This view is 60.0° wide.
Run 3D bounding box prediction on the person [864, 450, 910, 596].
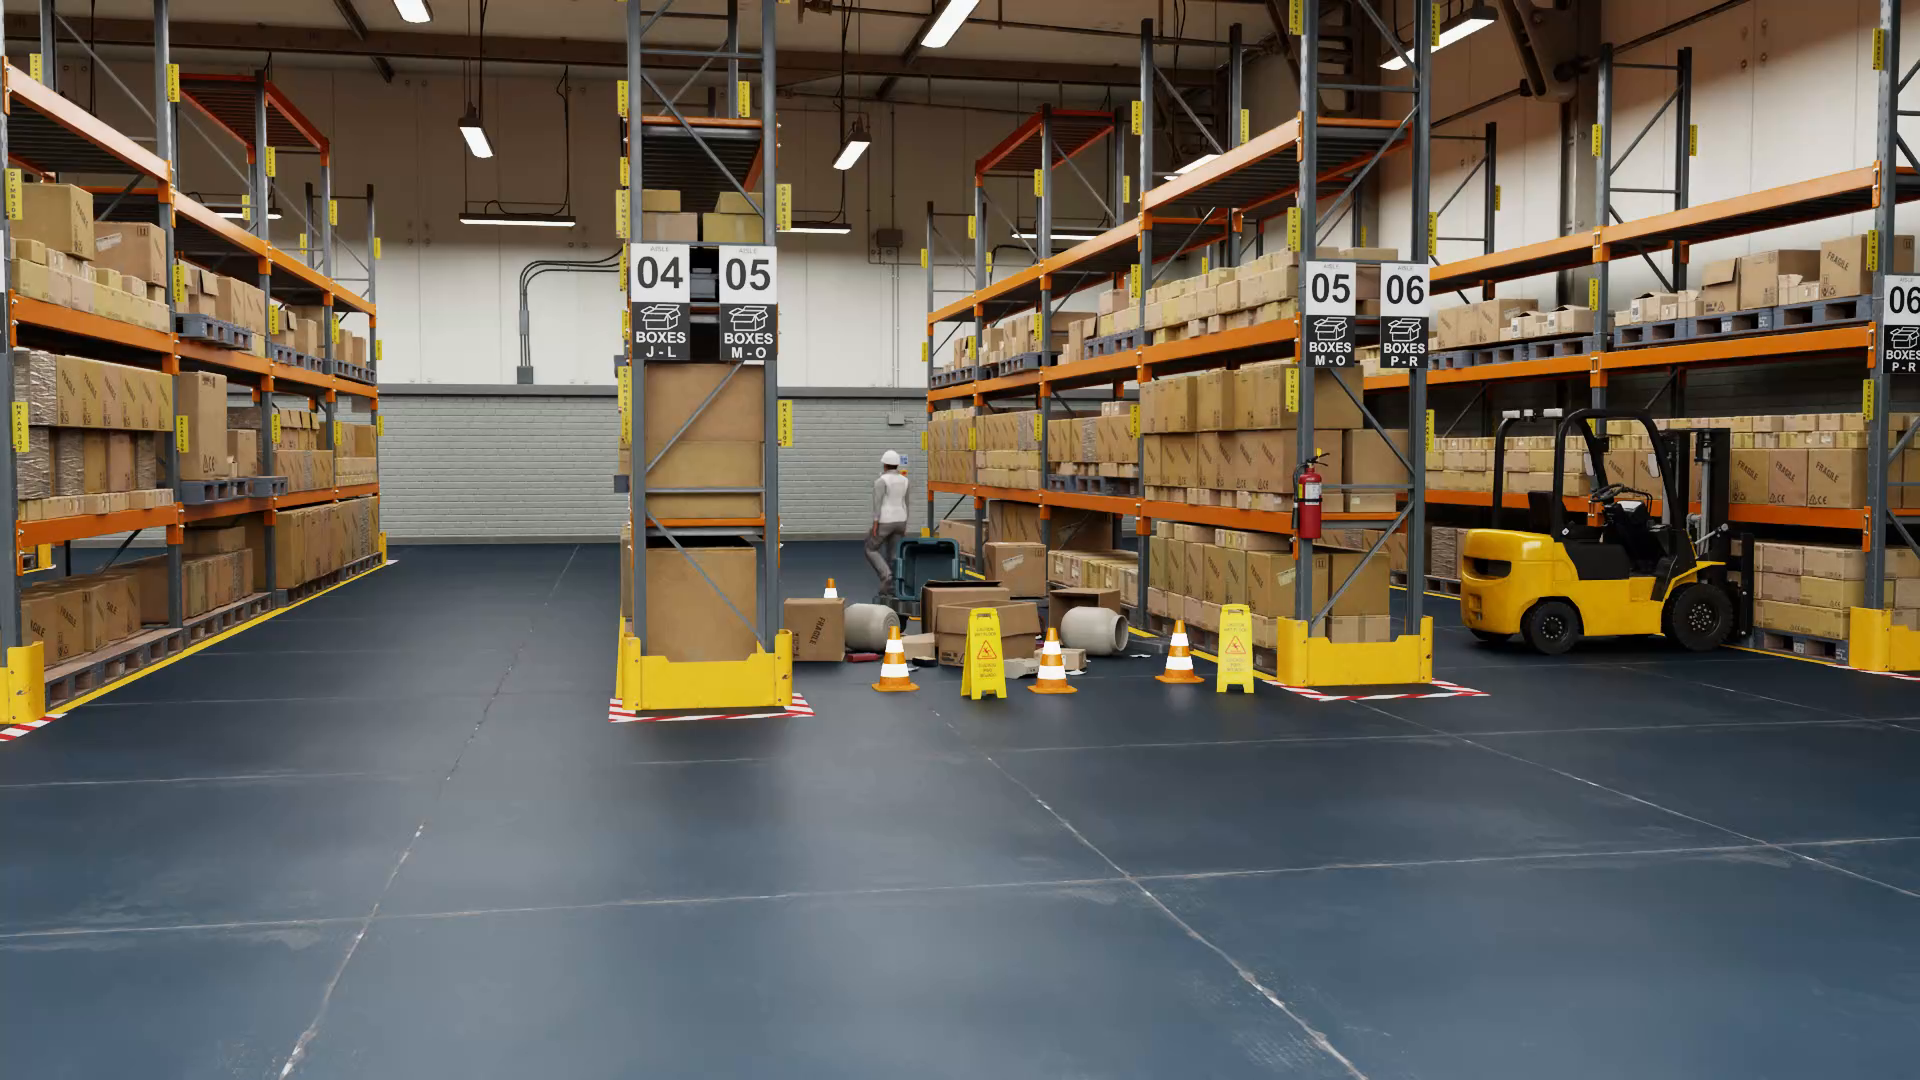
[{"bbox_3d":[-0.889,-0.208,20.398,0.563,1.779,0.448,-2,4,-38],"label":"person"}]
